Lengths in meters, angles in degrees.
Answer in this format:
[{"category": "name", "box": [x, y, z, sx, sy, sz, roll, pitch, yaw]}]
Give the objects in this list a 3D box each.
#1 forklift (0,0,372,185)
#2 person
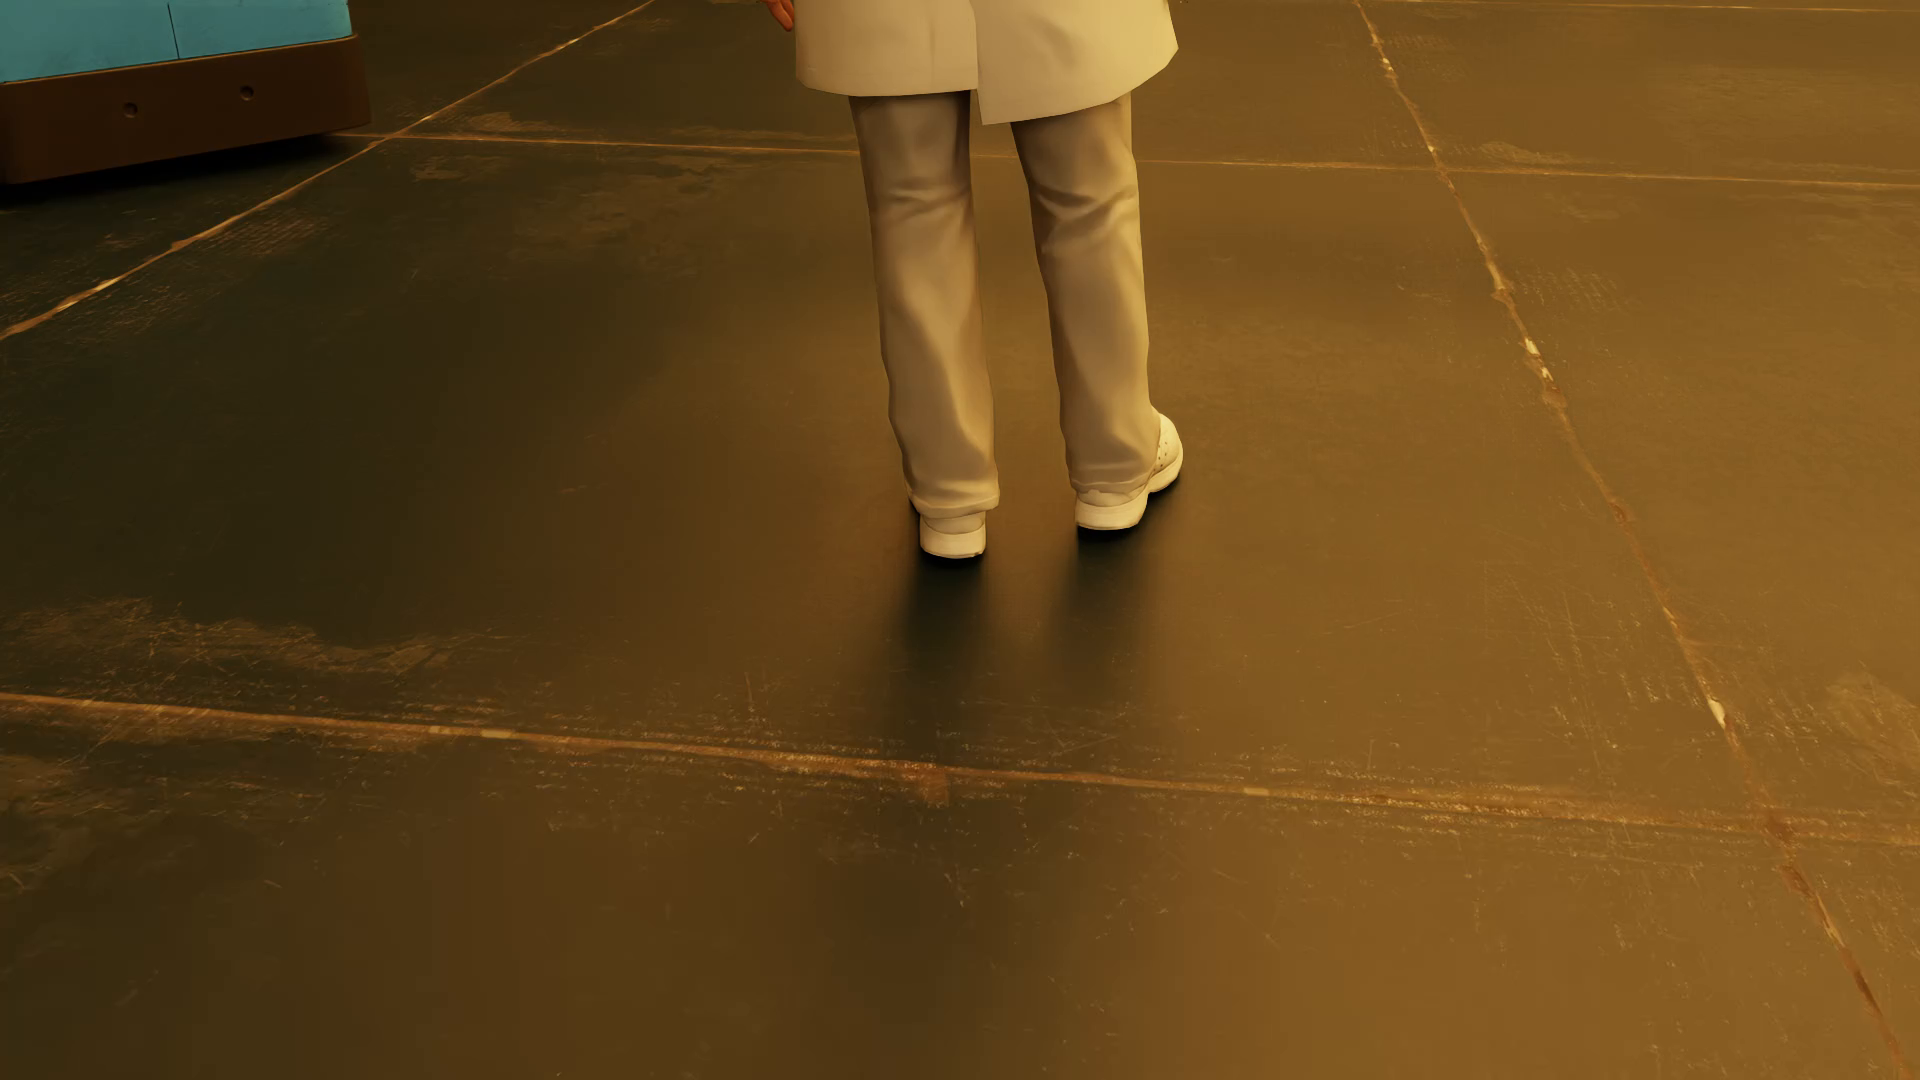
[{"category": "forklift", "box": [-3.061, -2.744, 4.718, 1.130, 2.935, 3.031, -24, 35, -39]}, {"category": "person", "box": [0.017, -0.842, 2.179, 0.696, 1.776, 0.581, 3, 27, 7]}]
